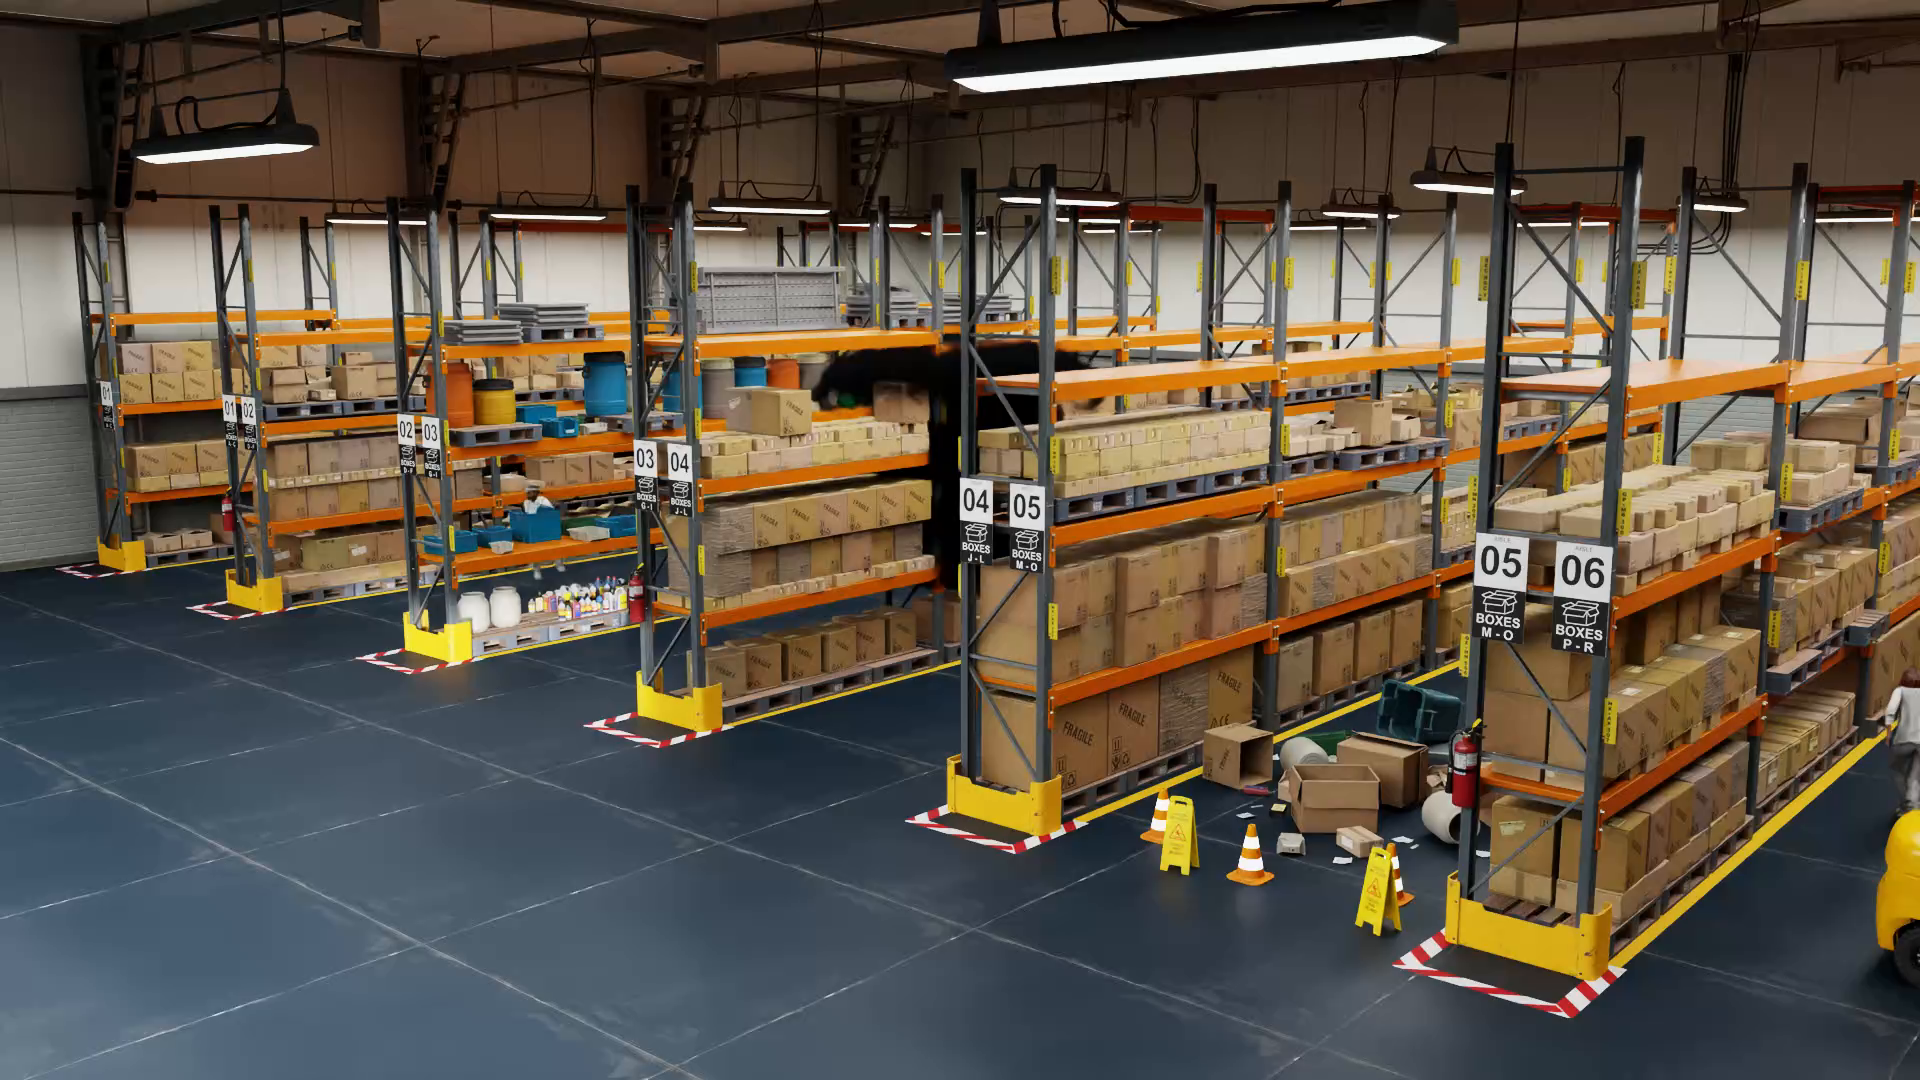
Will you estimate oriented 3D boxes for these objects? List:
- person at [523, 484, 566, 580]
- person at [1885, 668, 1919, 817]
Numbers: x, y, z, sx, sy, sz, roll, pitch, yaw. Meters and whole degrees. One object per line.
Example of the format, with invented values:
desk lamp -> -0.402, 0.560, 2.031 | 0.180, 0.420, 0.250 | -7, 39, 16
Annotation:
person -> -6.567, -0.147, 26.217 | 0.605, 1.542, 0.819 | -1, 10, -7
person -> 8.846, 1.963, 15.406 | 0.529, 1.403, 1.013 | 3, 10, 19
